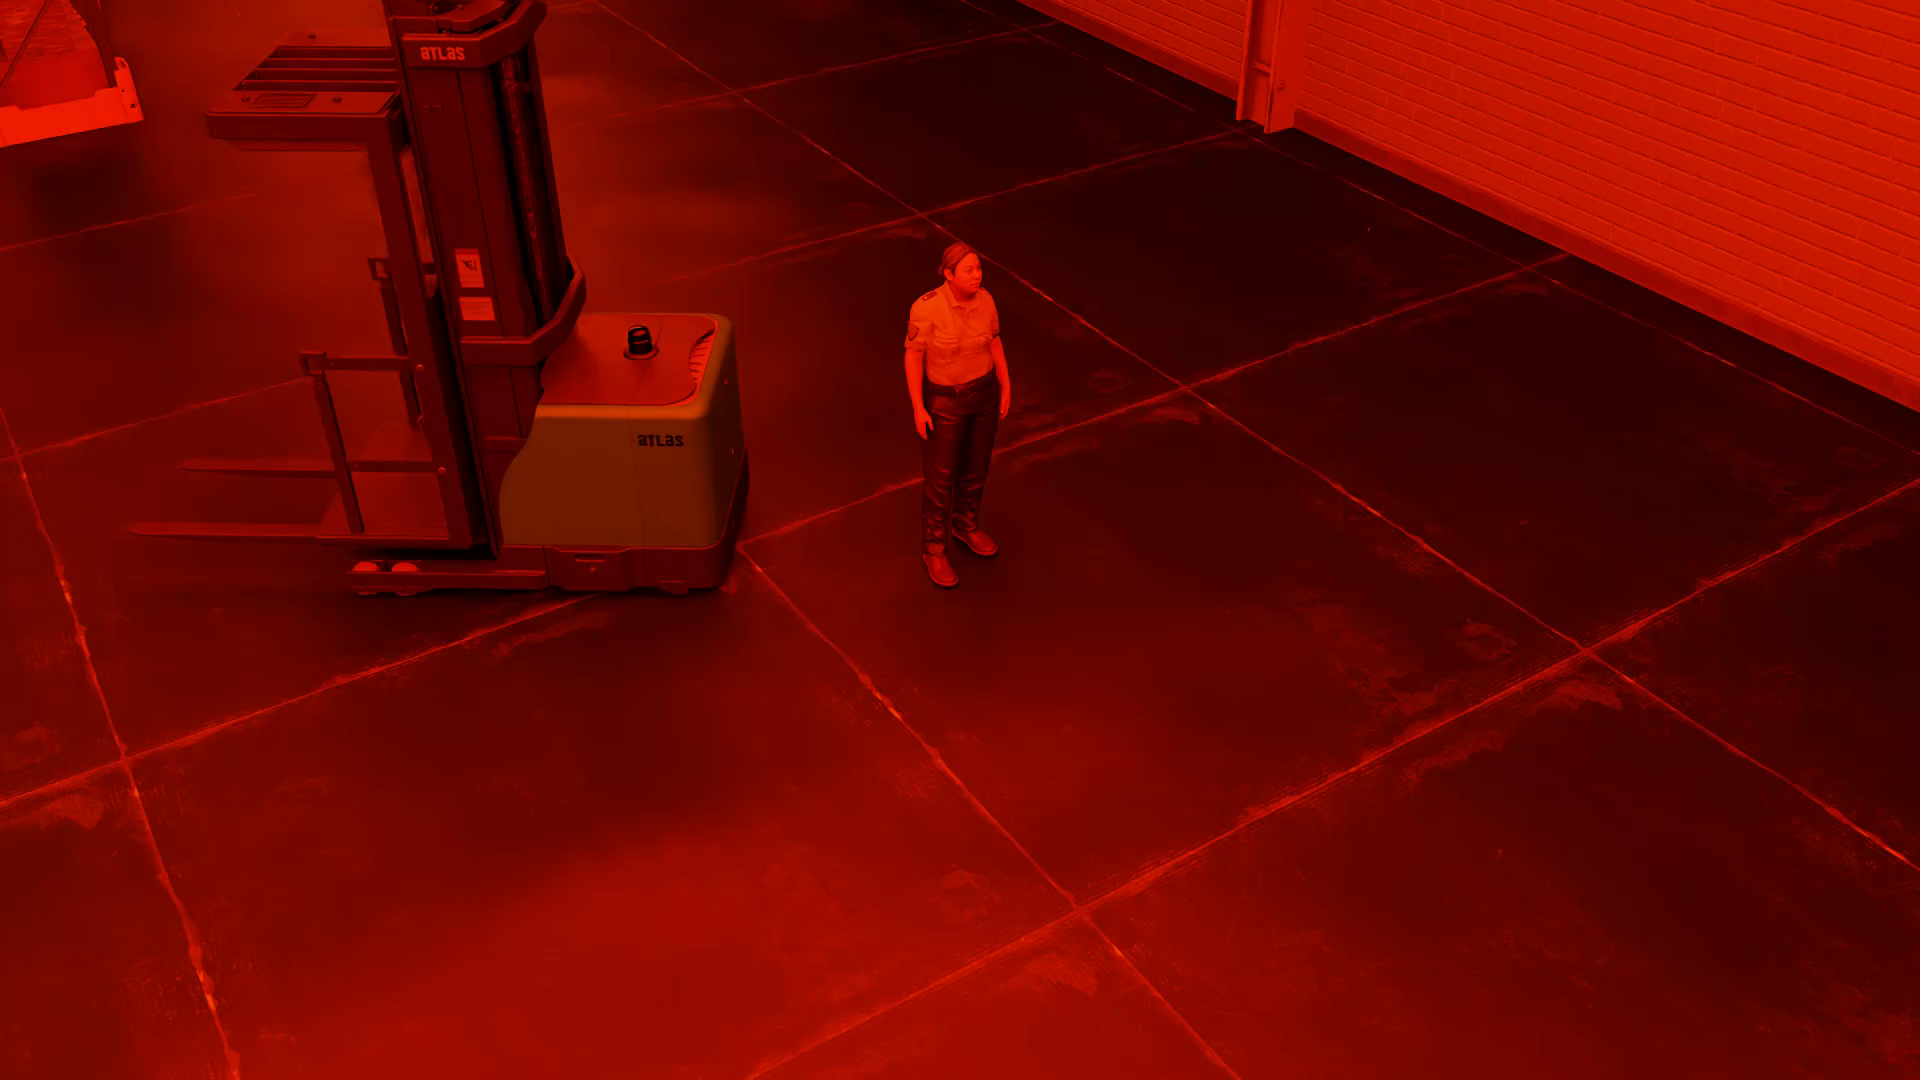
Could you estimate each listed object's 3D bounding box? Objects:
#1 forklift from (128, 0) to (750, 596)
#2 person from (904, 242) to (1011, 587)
[{"bbox_3d":[-2.664,-1.225,7.890,3.031,2.935,1.130,1,35,1],"label":"forklift"},{"bbox_3d":[0.030,-0.629,8.147,0.598,1.651,0.502,-21,40,-27],"label":"person"}]
